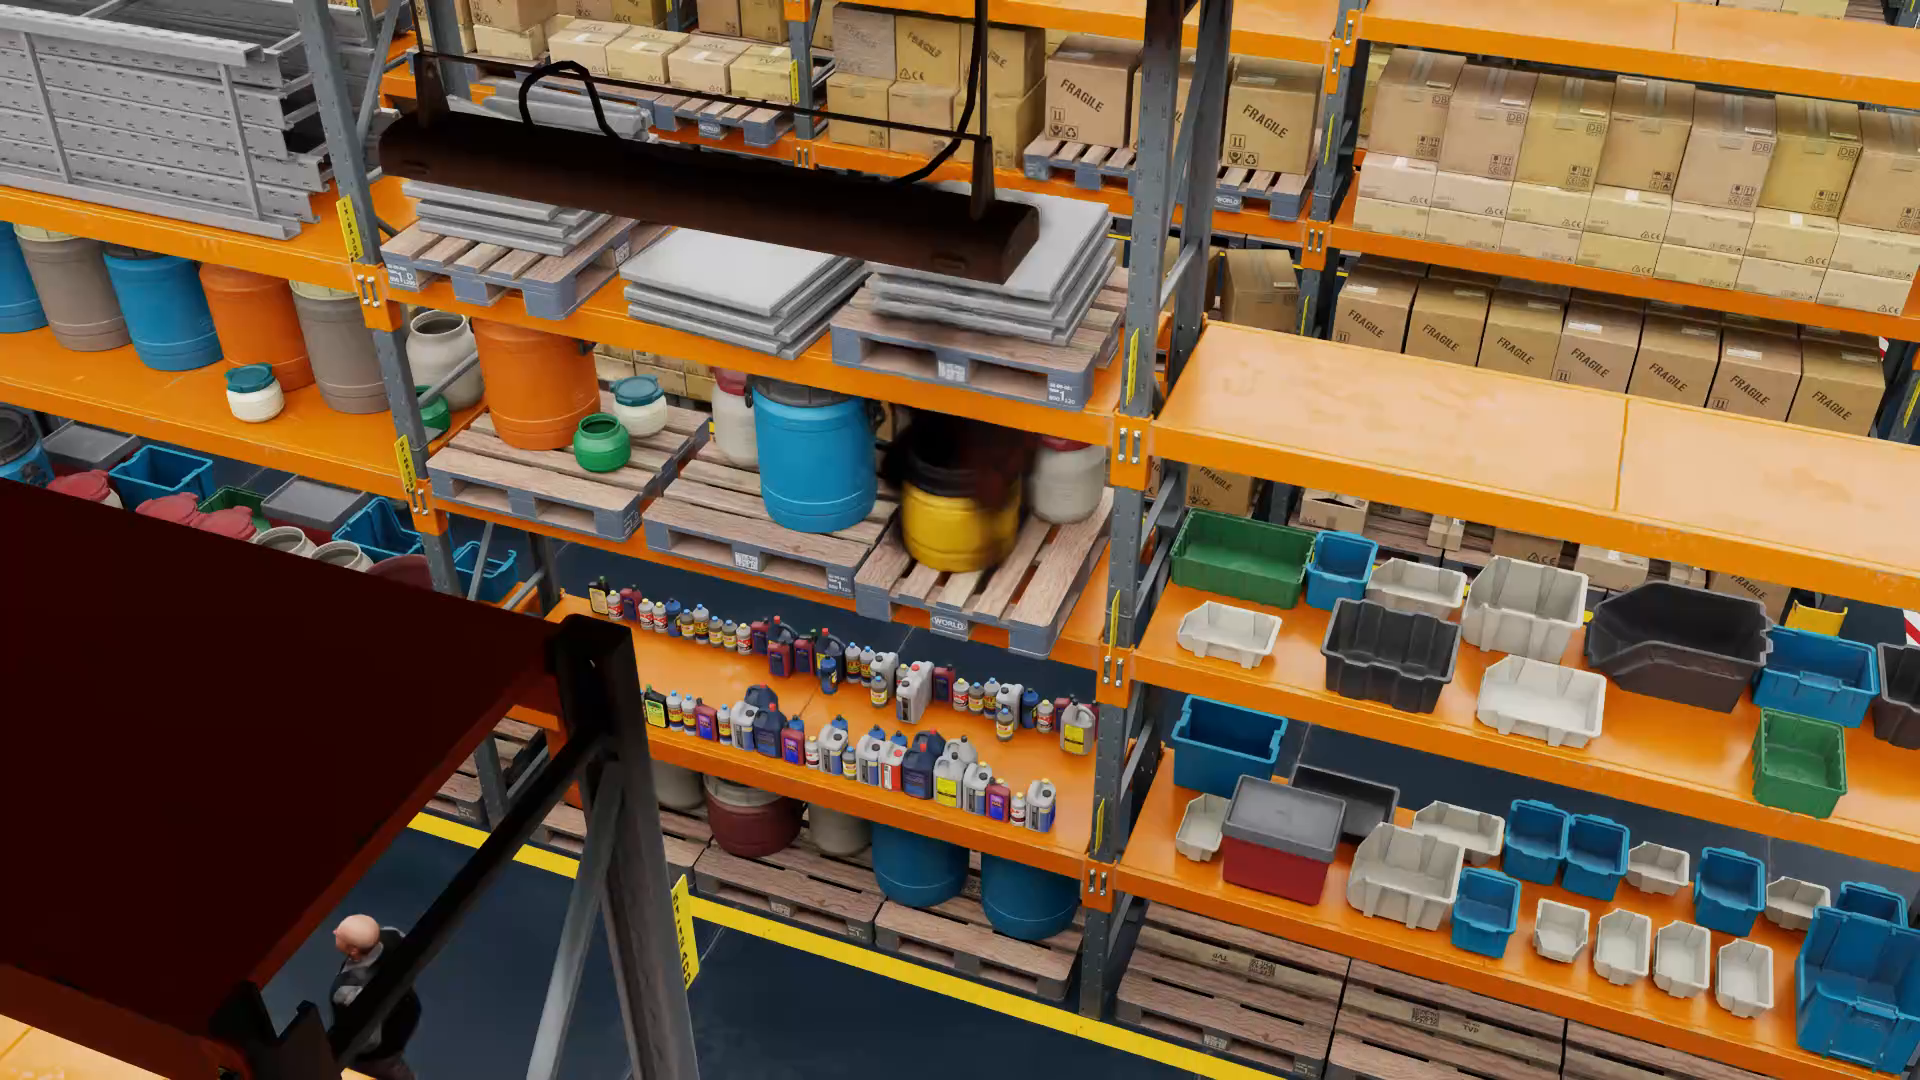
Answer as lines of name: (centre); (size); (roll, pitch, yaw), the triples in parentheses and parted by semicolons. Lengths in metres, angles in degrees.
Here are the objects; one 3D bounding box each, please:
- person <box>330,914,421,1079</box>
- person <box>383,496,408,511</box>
person: (-2.995, 2.518, 8.581); (0.604, 1.670, 0.652); (6, 37, 8)
person: (-4.606, -0.908, 13.216); (0.700, 1.717, 0.740); (6, 37, 8)
